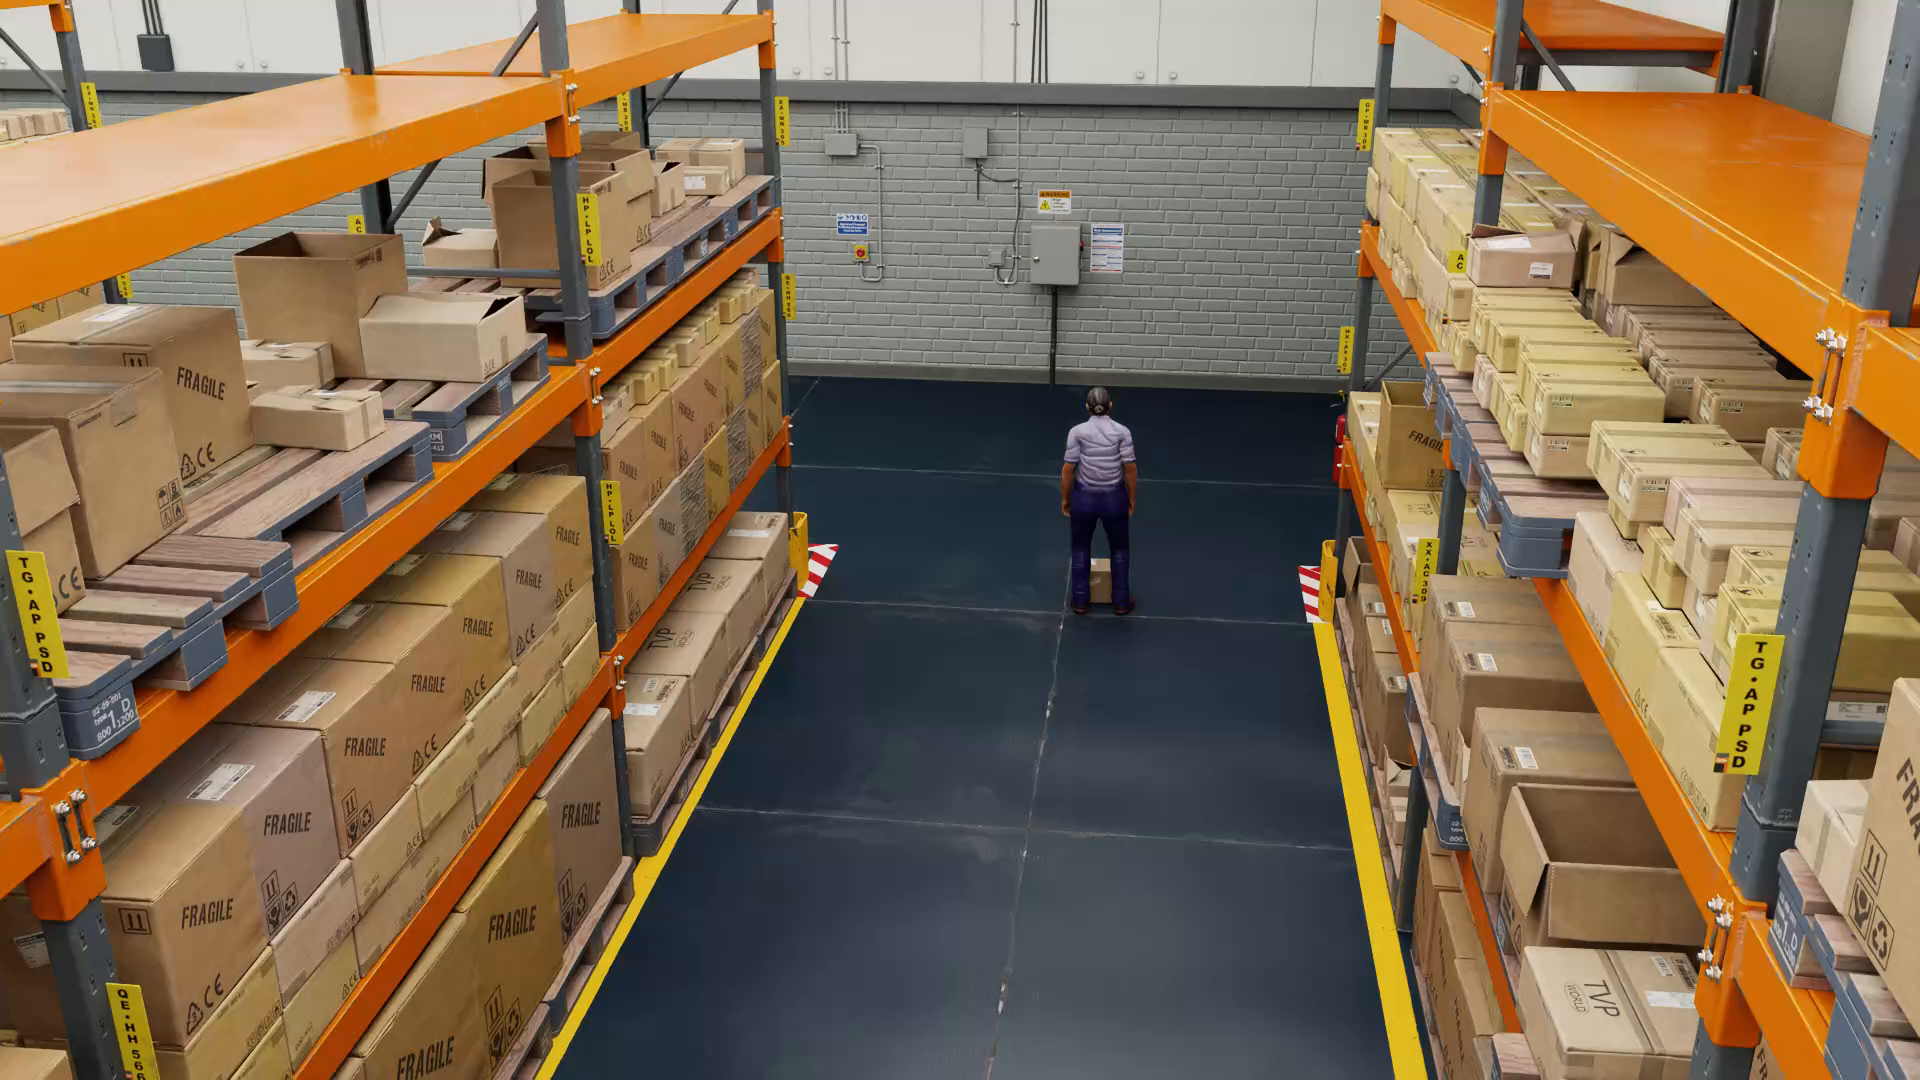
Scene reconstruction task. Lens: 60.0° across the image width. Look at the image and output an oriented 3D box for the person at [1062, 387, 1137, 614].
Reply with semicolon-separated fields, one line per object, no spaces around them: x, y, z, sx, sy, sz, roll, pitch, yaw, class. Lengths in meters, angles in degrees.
0.998;-0.261;11.784;0.564;1.637;0.369;1;21;3;person
